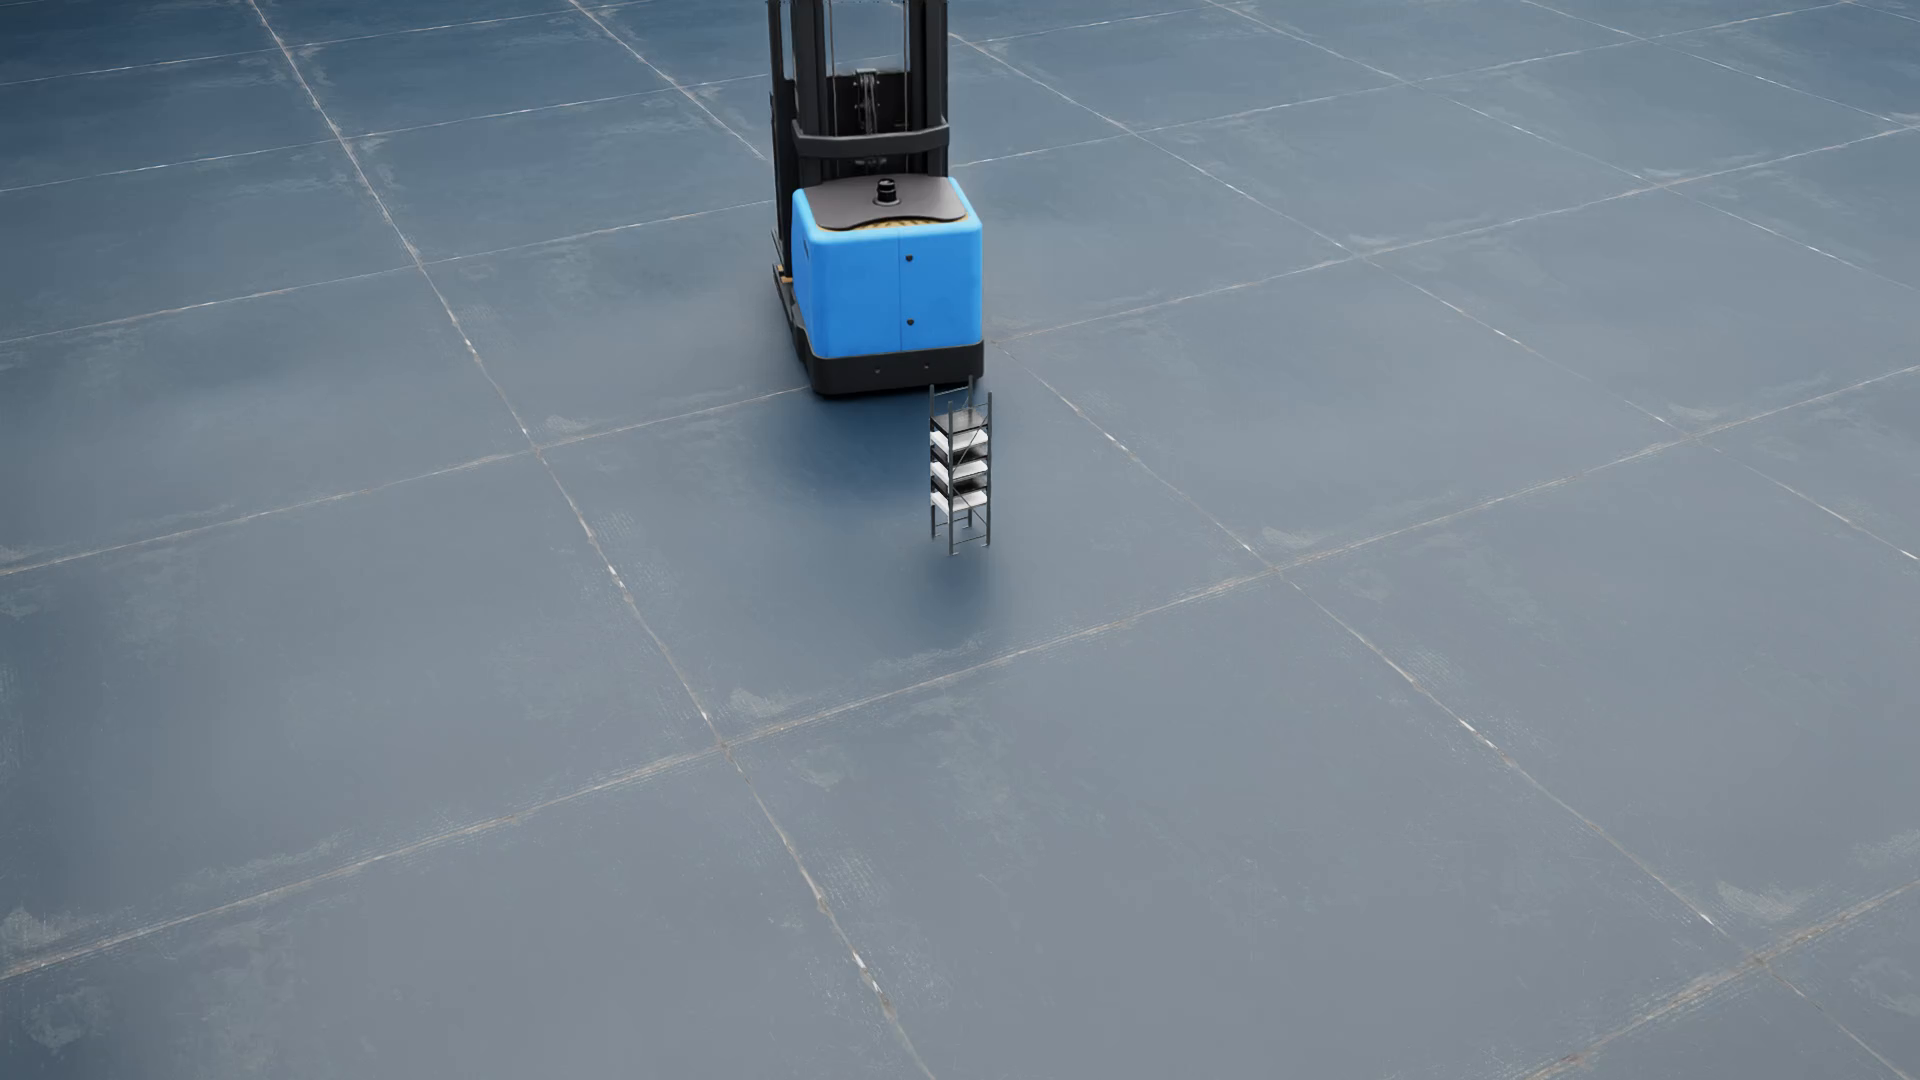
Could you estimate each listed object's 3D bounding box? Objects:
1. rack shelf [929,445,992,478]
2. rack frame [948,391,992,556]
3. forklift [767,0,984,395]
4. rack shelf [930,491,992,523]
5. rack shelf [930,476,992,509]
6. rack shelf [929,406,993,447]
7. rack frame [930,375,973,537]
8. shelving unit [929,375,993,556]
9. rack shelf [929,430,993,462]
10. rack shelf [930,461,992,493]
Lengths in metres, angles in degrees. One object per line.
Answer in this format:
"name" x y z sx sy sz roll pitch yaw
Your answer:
"rack shelf" 0.004 -0.423 8.471 0.258 0.077 0.200 -16 36 -23
"rack frame" 0.051 -0.327 8.425 0.240 0.900 0.006 -16 36 -23
"forklift" -0.669 -2.893 10.549 1.130 2.935 3.031 -7 33 -10
"rack shelf" 0.004 -0.195 8.616 0.258 0.077 0.200 -16 36 -23
"rack shelf" 0.004 -0.271 8.568 0.258 0.077 0.200 -16 36 -23
"rack shelf" 0.004 -0.574 8.374 0.258 0.077 0.200 -16 36 -23
"rack frame" -0.044 -0.424 8.577 0.240 0.900 0.006 -16 36 -23
"shelving unit" 0.004 -0.375 8.501 0.258 0.900 0.210 -16 36 -23
"rack shelf" 0.004 -0.499 8.422 0.258 0.077 0.200 -16 36 -23
"rack shelf" 0.004 -0.347 8.519 0.258 0.077 0.200 -16 36 -23
